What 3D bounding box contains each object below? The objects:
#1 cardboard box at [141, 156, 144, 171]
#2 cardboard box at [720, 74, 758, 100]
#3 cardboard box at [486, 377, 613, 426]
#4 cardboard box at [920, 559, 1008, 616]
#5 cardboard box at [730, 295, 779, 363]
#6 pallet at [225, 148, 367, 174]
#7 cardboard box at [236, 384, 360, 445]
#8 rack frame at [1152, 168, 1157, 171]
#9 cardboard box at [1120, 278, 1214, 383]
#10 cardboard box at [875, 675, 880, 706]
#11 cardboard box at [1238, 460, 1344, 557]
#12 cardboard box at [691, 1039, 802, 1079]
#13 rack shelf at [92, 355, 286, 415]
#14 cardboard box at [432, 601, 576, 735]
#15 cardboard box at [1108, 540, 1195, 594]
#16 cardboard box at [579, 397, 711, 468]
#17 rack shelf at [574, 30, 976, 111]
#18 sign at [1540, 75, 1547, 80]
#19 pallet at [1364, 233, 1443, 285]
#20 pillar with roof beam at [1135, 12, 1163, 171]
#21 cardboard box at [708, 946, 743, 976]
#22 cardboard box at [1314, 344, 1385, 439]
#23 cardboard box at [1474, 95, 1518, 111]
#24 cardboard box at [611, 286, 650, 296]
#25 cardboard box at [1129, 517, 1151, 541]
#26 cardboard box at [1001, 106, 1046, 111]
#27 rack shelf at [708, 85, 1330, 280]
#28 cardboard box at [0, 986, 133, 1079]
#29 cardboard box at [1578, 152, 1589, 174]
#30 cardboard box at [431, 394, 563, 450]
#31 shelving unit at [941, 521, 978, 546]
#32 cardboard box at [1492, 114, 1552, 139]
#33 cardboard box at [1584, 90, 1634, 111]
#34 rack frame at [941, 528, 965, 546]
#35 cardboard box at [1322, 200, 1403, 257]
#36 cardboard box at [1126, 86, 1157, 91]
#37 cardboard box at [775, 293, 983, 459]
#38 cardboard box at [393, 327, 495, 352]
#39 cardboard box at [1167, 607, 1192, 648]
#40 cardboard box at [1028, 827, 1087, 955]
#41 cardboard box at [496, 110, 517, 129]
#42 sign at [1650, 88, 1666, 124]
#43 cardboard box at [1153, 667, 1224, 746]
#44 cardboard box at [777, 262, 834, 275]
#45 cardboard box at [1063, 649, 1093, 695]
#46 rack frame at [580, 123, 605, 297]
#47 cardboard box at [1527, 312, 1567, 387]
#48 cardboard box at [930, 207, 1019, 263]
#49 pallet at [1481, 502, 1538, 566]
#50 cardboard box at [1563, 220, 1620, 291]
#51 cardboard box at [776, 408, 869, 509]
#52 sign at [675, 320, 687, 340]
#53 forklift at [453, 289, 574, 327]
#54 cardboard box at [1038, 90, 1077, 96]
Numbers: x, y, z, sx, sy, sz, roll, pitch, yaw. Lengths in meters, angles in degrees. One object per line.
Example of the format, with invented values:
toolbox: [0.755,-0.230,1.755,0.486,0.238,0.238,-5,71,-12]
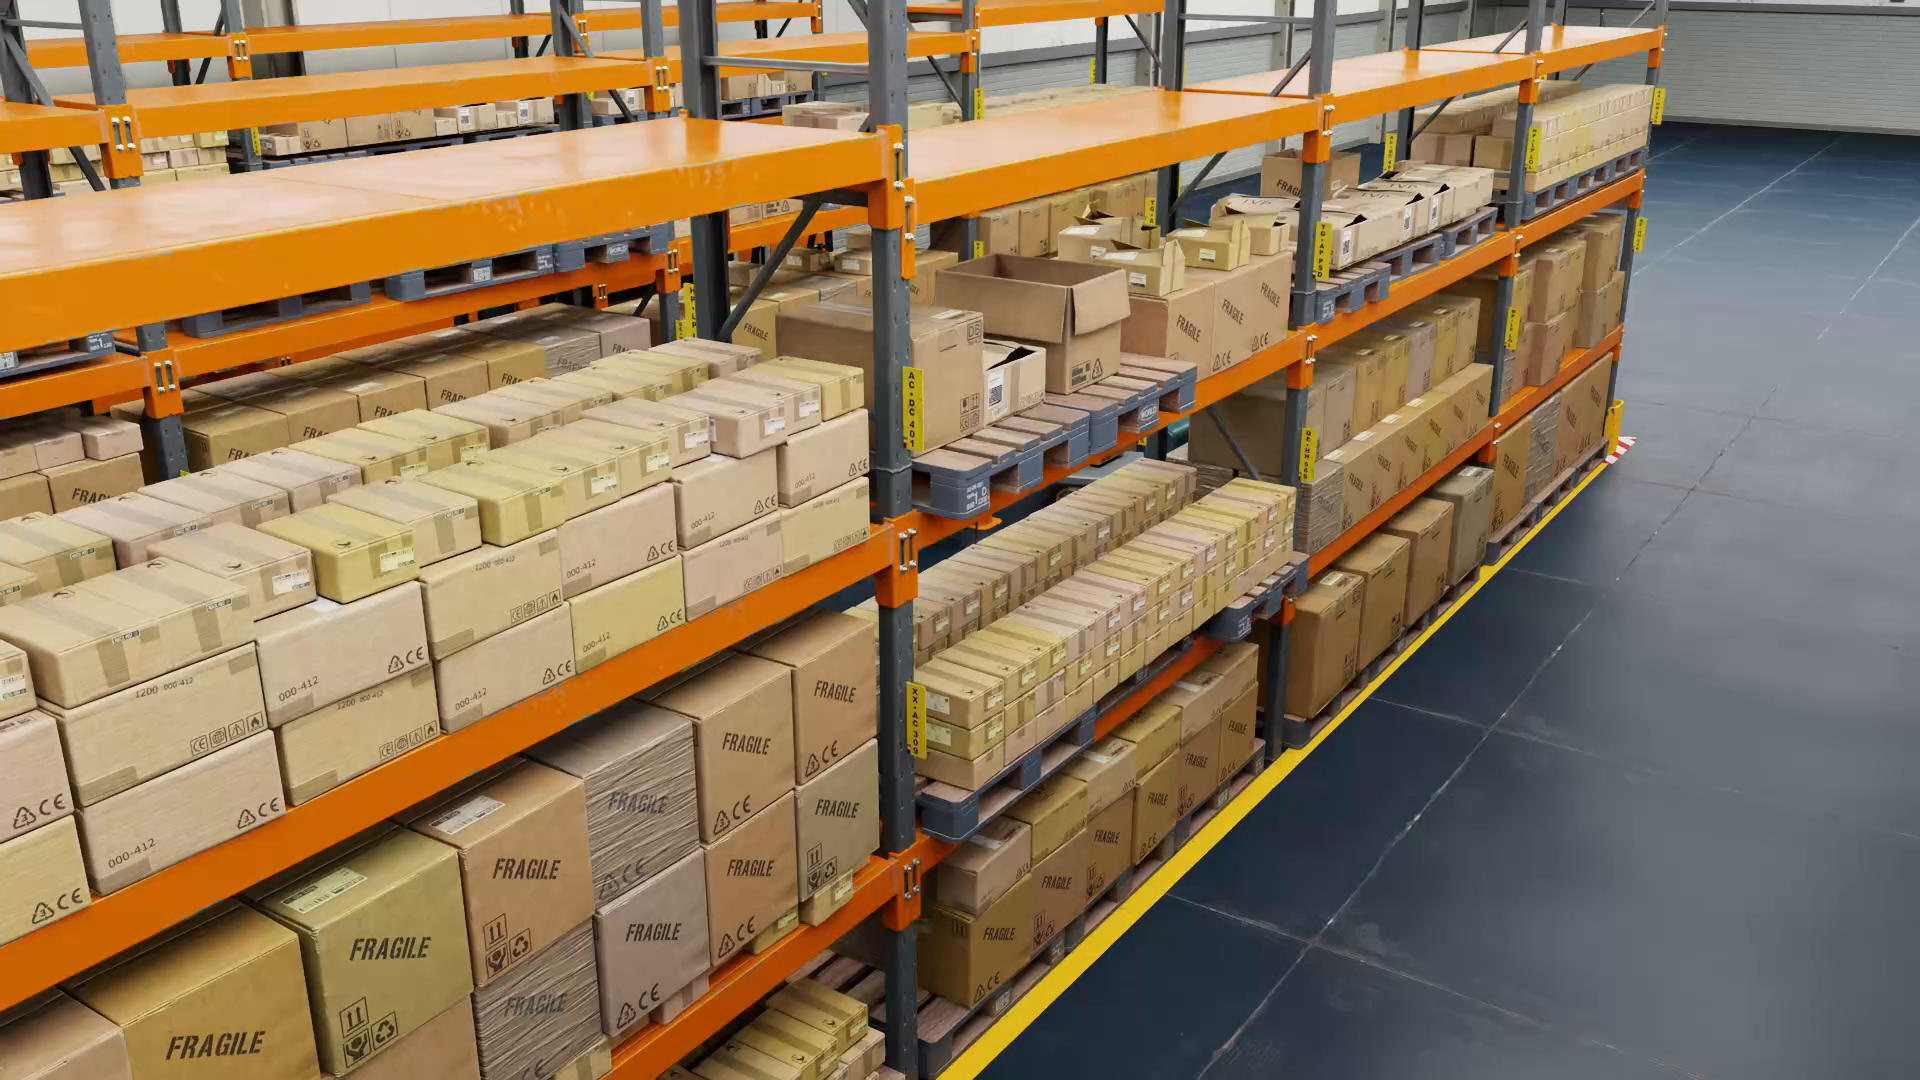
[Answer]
cardboard box: [-7.079,-3.160,13.950,0.380,0.149,0.250,13,24,32]
cardboard box: [-2.853,-5.550,19.877,0.700,0.500,0.500,13,24,32]
cardboard box: [-1.458,-0.457,5.920,0.380,0.149,0.250,12,24,30]
cardboard box: [0.015,0.237,8.347,0.380,0.149,0.250,12,24,30]
cardboard box: [-1.806,-1.658,13.392,0.500,0.500,0.500,15,25,35]
pallet: [-6.337,-3.537,15.599,1.213,0.211,1.003,15,25,34]
cardboard box: [-4.038,-0.629,10.204,0.500,0.500,0.500,13,24,32]
rack frame: [1.960,-3.335,19.104,1.000,3.000,0.127,13,24,32]
cardboard box: [0.948,-1.055,8.472,0.500,0.500,0.500,13,24,32]
cardboard box: [-0.575,0.673,7.596,0.380,0.149,0.250,14,25,33]
cardboard box: [2.089,-0.226,10.556,0.500,0.500,0.500,14,24,32]
cardboard box: [-0.865,2.212,6.754,0.380,0.149,0.250,13,24,31]
rack shelf: [-7.769,-1.095,14.086,1.077,0.370,4.000,13,24,32]
cardboard box: [-1.542,0.330,5.088,0.500,0.250,0.500,13,24,32]
cardboard box: [0.988,0.139,8.611,0.380,0.149,0.250,15,25,34]
cardboard box: [-1.073,-0.362,5.664,0.380,0.149,0.250,14,25,34]
rack shelf: [-1.413,-3.902,13.603,1.077,0.370,4.000,13,24,32]
sign: [5.655,-4.362,16.184,0.100,0.325,0.005,13,24,32]
pallet: [2.558,-1.938,11.276,1.003,0.211,1.213,15,25,34]
pillar with roof beam: [7.022,-9.695,27.651,9.100,9.000,0.400,13,24,32]
cardboard box: [-1.058,1.511,6.366,0.380,0.149,0.250,13,24,30]
cardboard box: [2.444,-1.039,11.311,0.700,0.500,0.500,13,24,31]
cardboard box: [4.657,-3.760,14.394,0.380,0.149,0.250,14,24,32]
cardboard box: [-4.007,-2.858,19.731,0.500,0.250,0.500,13,24,31]
cardboard box: [0.878,-0.067,9.597,0.380,0.149,0.250,12,24,30]
cardboard box: [0.606,-4.101,16.065,0.380,0.149,0.250,13,24,31]
rack shelf: [0.489,-1.818,7.969,1.077,0.370,4.000,13,24,32]
cardboard box: [-2.412,1.460,4.128,0.500,0.500,0.500,13,24,31]
cardboard box: [5.062,-3.187,13.995,0.380,0.149,0.250,13,24,32]
cardboard box: [-1.586,-0.379,5.709,0.380,0.149,0.250,12,24,30]
shelving unit: [-0.005,-0.420,14.250,0.258,0.900,0.210,13,24,32]
cardboard box: [4.348,-3.196,12.868,0.380,0.149,0.250,14,24,32]
cardboard box: [5.772,-3.923,14.834,0.380,0.149,0.250,14,24,33]
rack frame: [-0.062,-0.391,14.171,0.240,0.900,0.006,13,24,32]
cardboard box: [2.484,-1.992,10.617,0.500,0.250,0.500,14,25,33]
cardboard box: [2.014,-4.843,18.071,0.380,0.149,0.250,14,24,32]
cardboard box: [-0.331,-0.693,6.890,0.700,0.500,0.500,13,24,32]
cardboard box: [-3.591,-1.172,11.671,0.500,0.500,0.500,14,25,33]
cardboard box: [0.991,0.416,8.721,0.380,0.149,0.250,14,25,33]
cardboard box: [0.296,1.708,8.470,0.500,0.500,0.500,15,25,34]
cardboard box: [-4.763,-4.312,17.035,0.380,0.149,0.250,13,24,32]
sign: [6.552,-4.074,15.615,0.100,0.325,0.005,13,24,32]
cardboard box: [1.171,0.915,9.532,0.500,0.250,0.500,14,24,33]
cardboard box: [-1.360,-2.209,14.882,0.500,0.500,0.500,13,24,32]
cardboard box: [0.401,0.579,7.851,0.380,0.149,0.250,12,24,30]
rack frame: [-4.396,-3.154,18.615,1.000,3.000,0.127,13,24,32]
cardboard box: [4.751,-1.723,14.532,0.875,0.550,0.550,13,24,32]
cardboard box: [0.138,-2.926,15.986,0.700,0.500,0.500,13,24,31]
pallet: [4.354,-0.146,14.502,1.003,0.211,1.213,13,24,32]
cardboard box: [5.637,-2.700,15.616,0.875,0.550,0.550,13,24,32]
cardboard box: [-0.684,-0.344,6.191,0.500,0.250,0.500,12,23,29]
sign: [-2.076,-1.475,12.408,0.100,0.325,0.005,13,24,32]
forklift: [-4.047,-1.549,14.376,3.031,2.935,1.130,12,24,30]
cardboard box: [1.009,-4.653,17.557,0.380,0.149,0.250,13,24,32]
